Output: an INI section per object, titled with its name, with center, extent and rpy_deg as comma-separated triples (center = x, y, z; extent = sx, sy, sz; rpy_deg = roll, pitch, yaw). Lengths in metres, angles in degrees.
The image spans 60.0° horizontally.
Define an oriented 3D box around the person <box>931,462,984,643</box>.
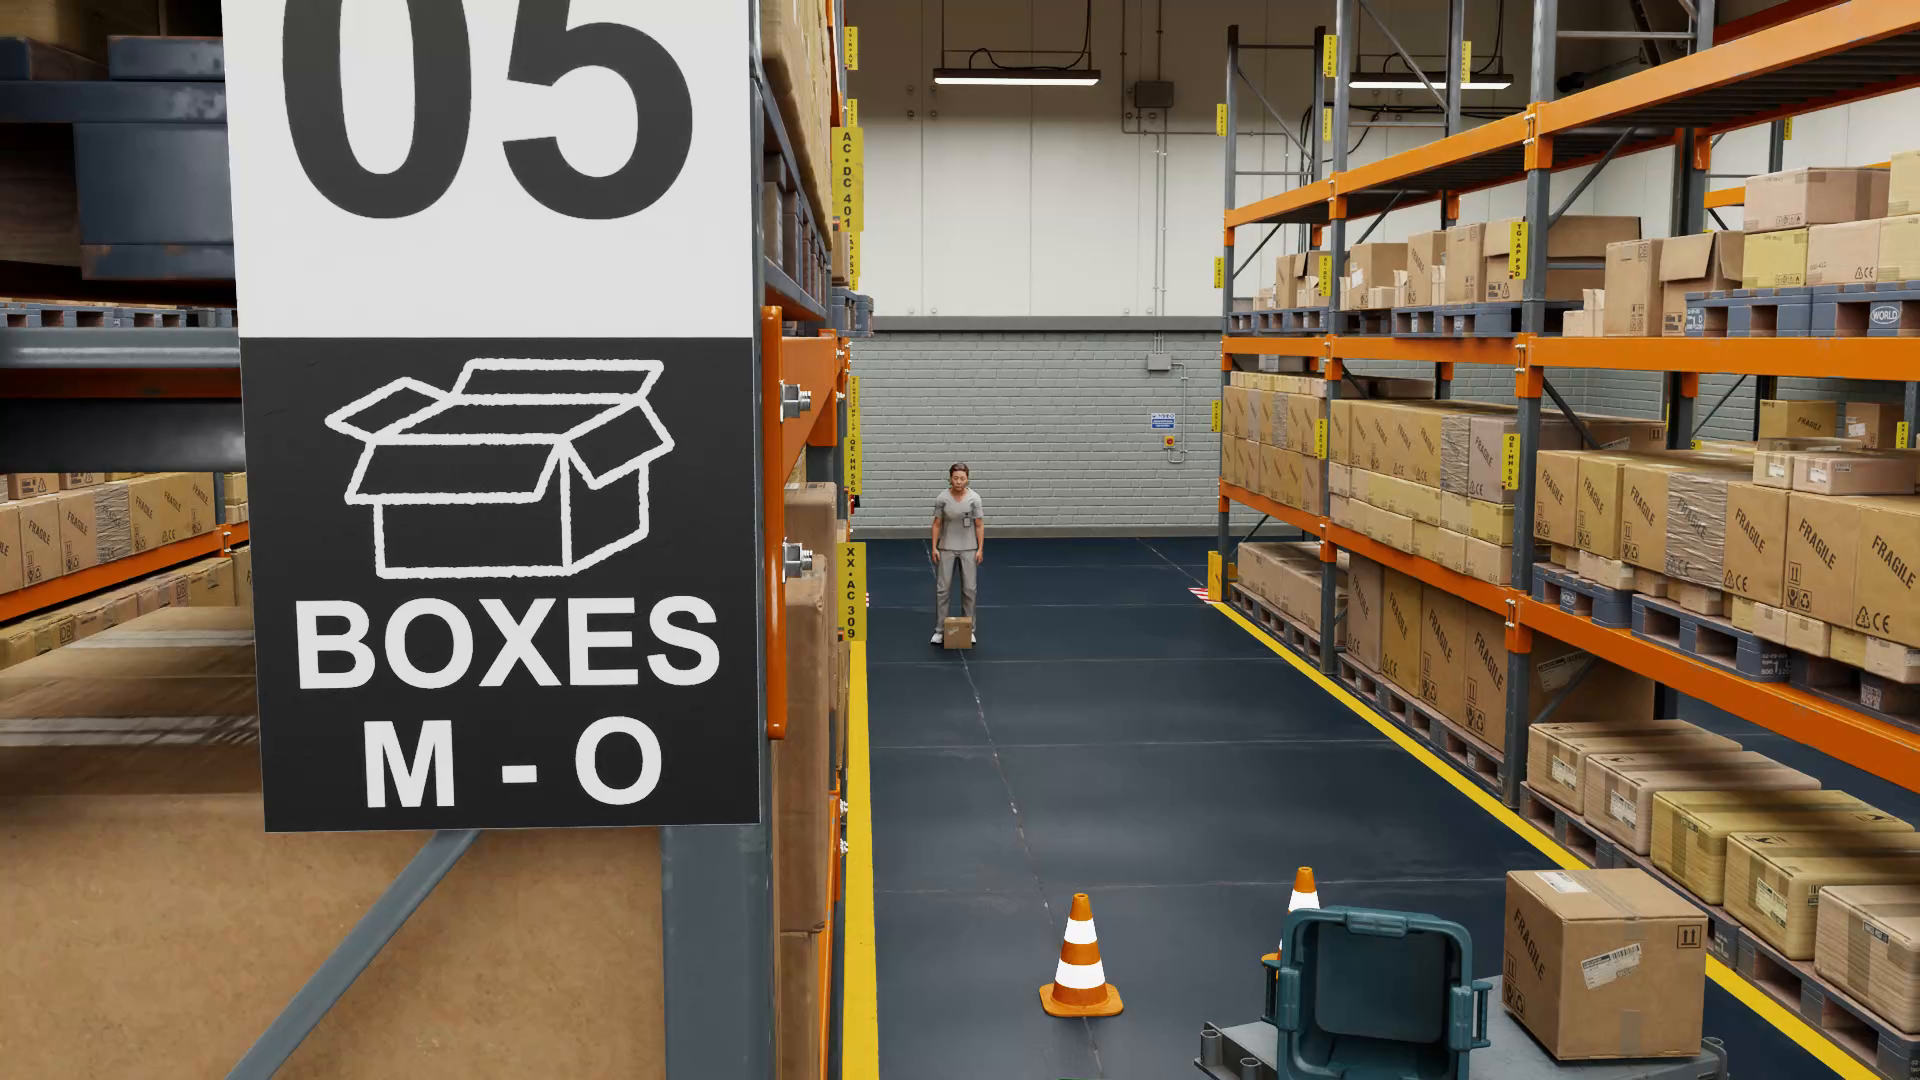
[person]
center = -0.022, 0.112, 15.338
extent = 0.484, 1.672, 0.360
rpy_deg = 0, 7, 2
